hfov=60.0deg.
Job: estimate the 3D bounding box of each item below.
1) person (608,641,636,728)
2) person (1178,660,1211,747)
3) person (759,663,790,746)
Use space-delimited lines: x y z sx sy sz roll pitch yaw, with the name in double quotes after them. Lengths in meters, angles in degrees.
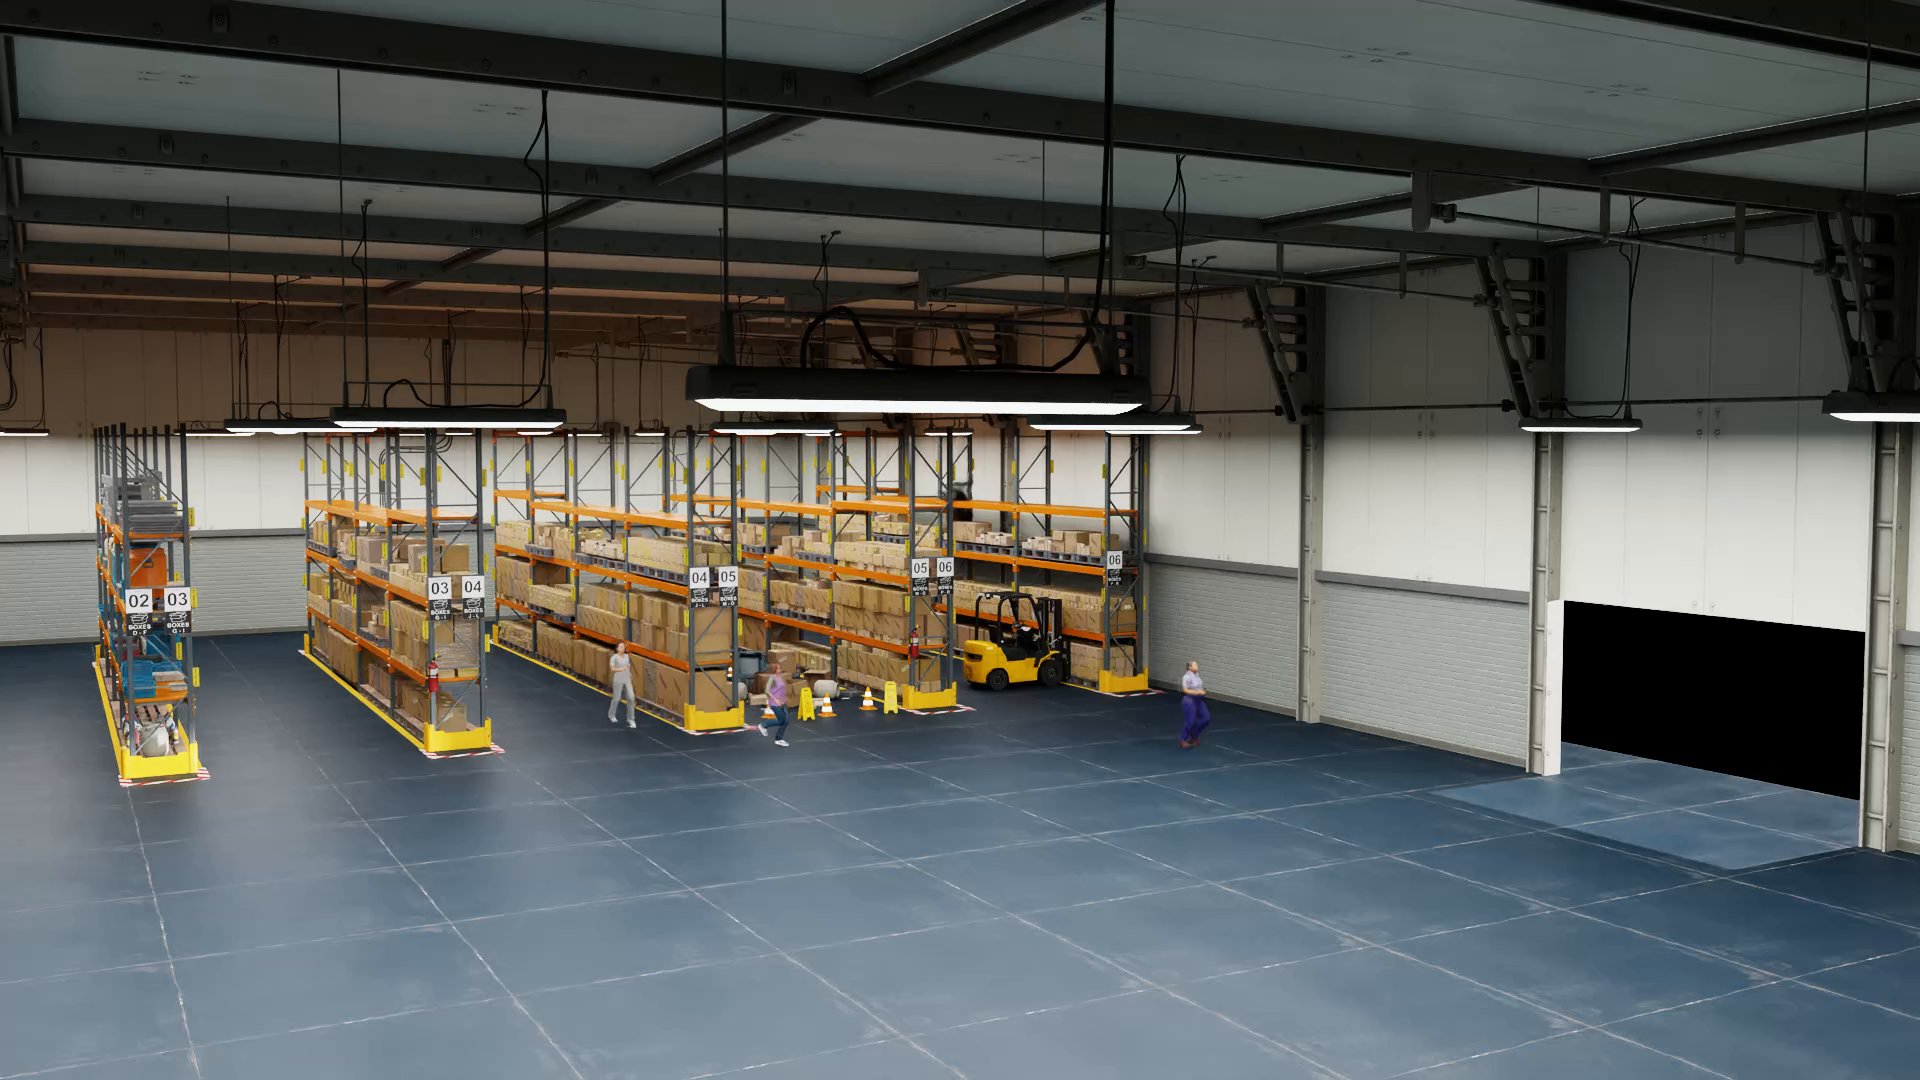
-6.763 2.864 33.217 0.540 1.716 0.826 -3 4 -39 "person"
4.326 3.038 30.817 0.604 1.641 0.667 3 4 36 "person"
-3.472 3.072 31.172 0.579 1.554 0.550 1 4 21 "person"
